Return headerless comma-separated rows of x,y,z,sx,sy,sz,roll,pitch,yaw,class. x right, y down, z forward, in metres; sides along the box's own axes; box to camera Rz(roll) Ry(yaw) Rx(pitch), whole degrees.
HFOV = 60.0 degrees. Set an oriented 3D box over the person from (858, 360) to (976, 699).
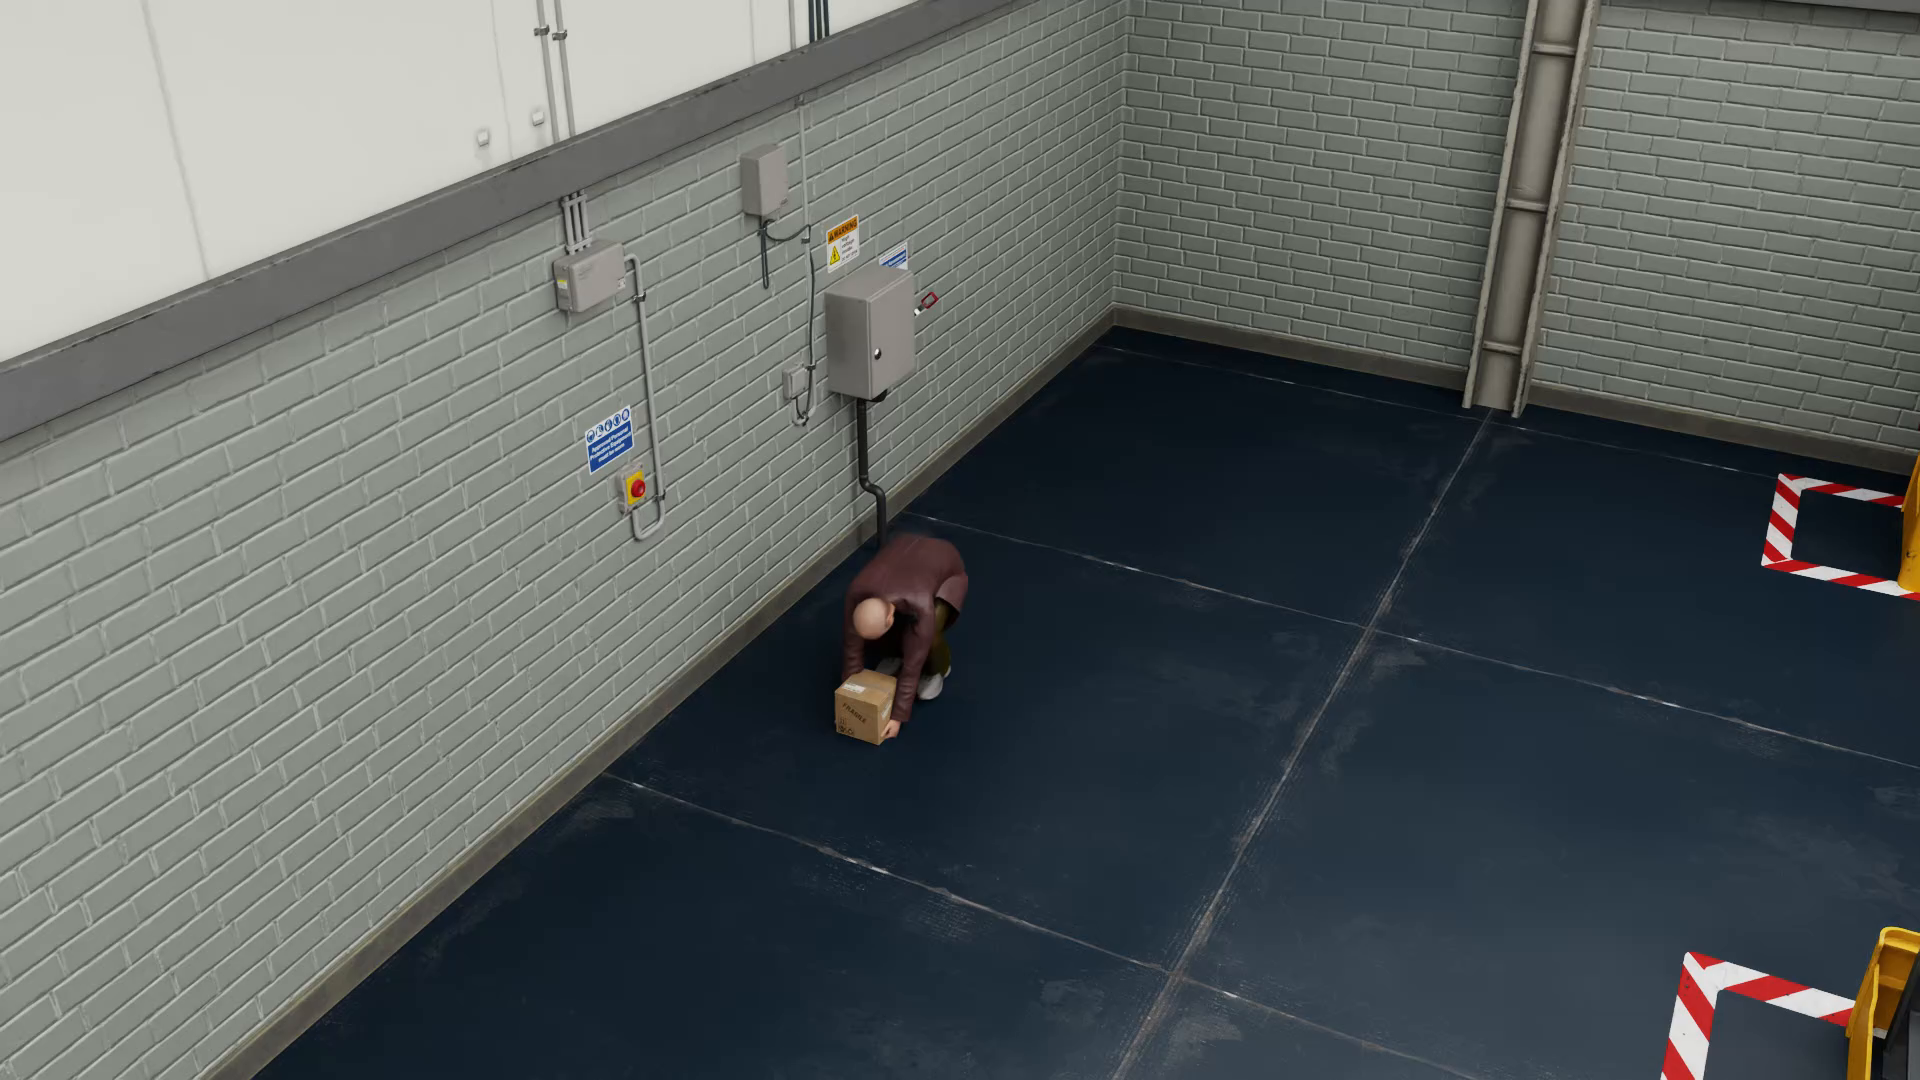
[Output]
-0.240,-0.022,8.357,0.529,1.769,0.563,15,33,24,person
